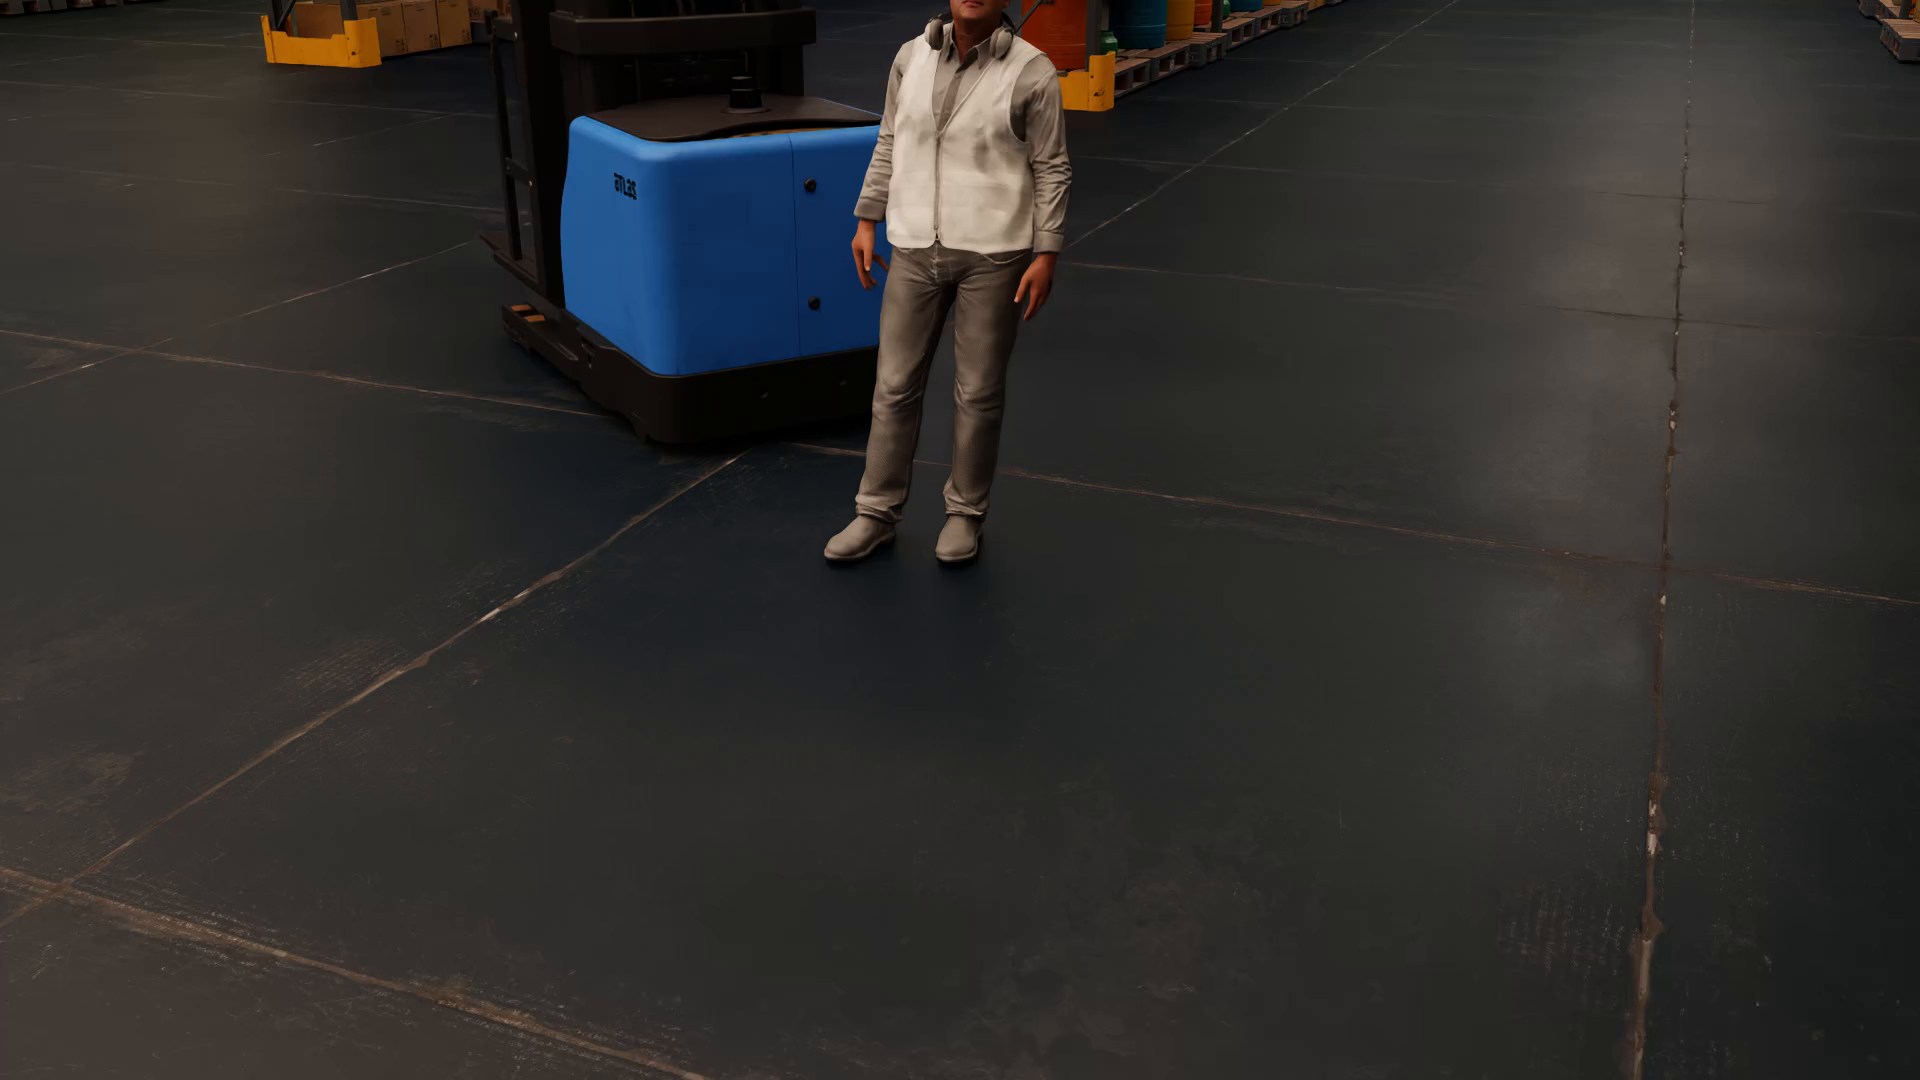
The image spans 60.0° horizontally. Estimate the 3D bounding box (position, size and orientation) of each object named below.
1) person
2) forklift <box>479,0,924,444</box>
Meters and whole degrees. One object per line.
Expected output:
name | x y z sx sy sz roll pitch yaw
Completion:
person | -0.035 -0.805 4.699 0.624 1.774 0.568 9 24 21
forklift | -1.301 -2.206 6.570 1.130 2.935 3.031 -12 26 -27
